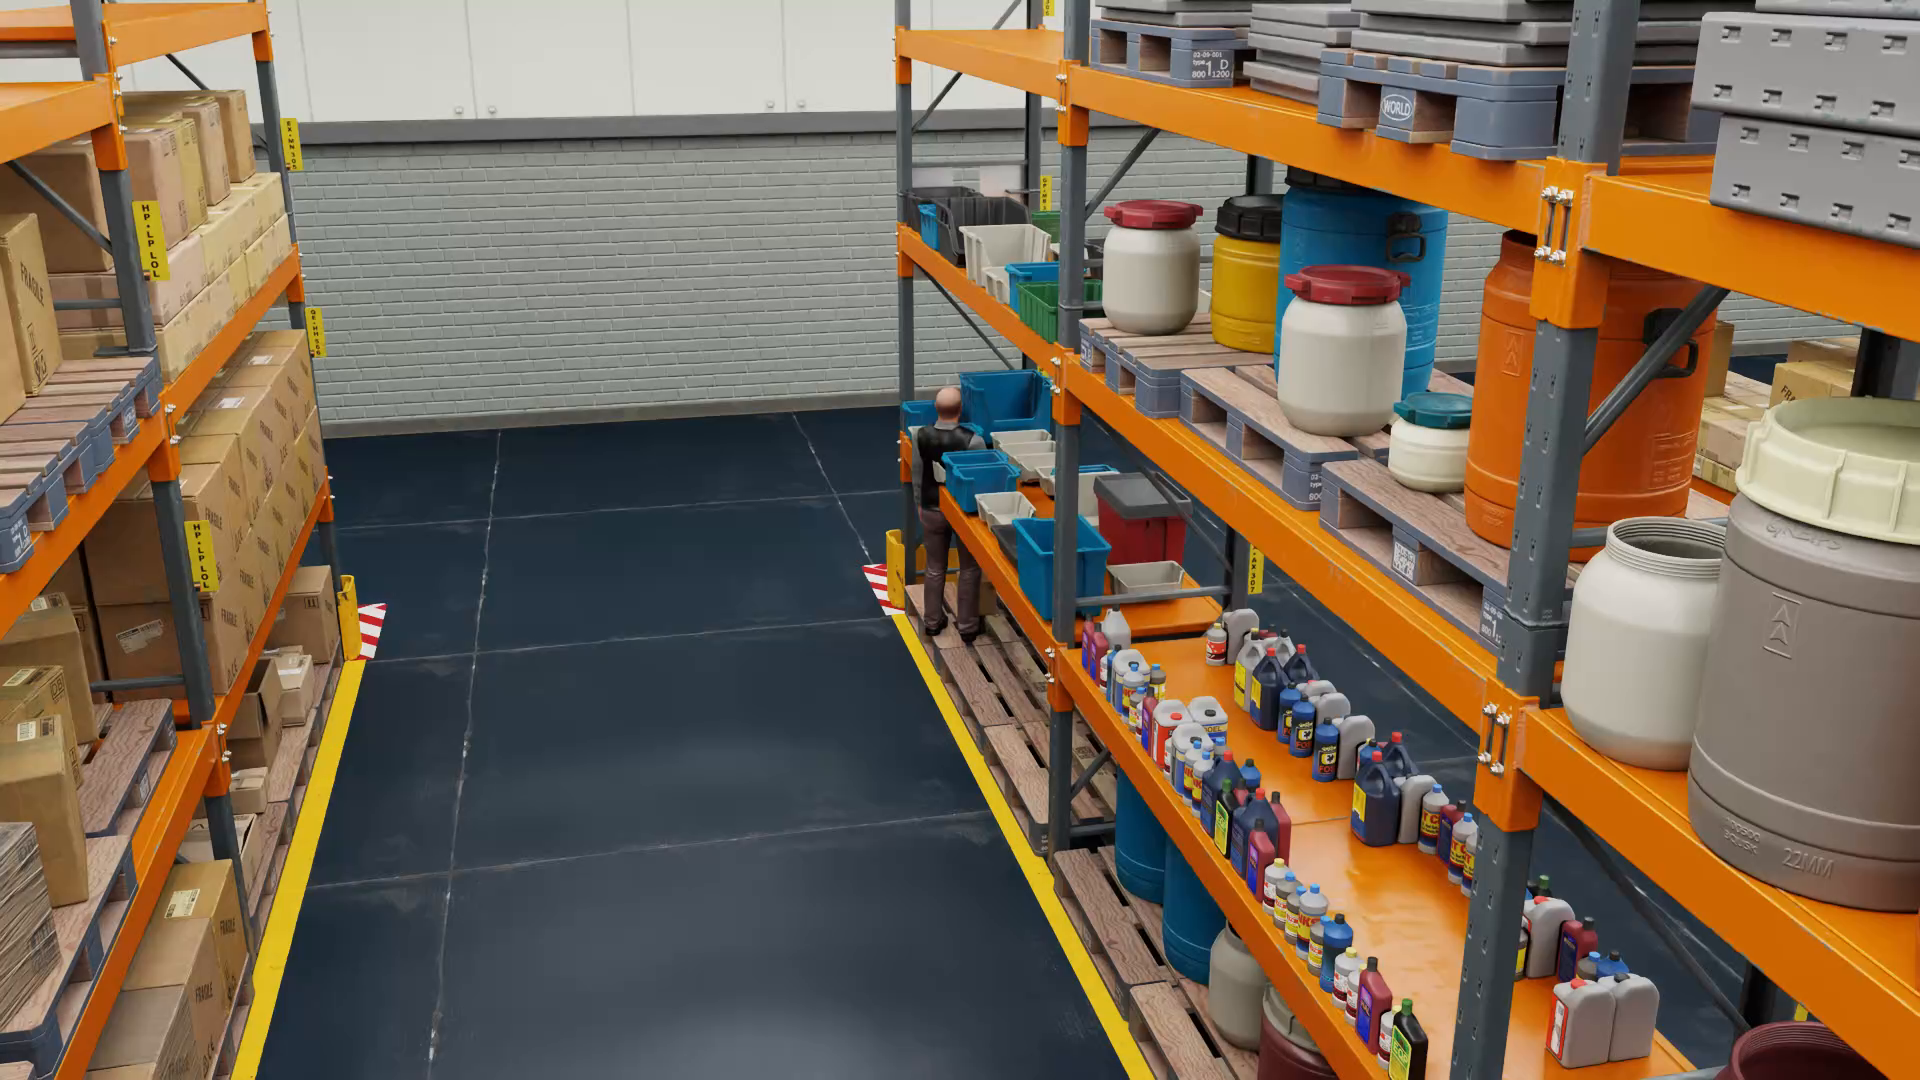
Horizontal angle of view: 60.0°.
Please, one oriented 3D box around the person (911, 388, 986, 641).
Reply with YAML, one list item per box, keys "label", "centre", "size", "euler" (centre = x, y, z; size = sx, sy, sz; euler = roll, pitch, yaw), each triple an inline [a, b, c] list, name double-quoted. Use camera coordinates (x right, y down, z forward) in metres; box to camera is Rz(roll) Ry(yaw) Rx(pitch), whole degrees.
- label: "person"
  centre: [-0.065, -0.132, 11.101]
  size: [0.534, 1.608, 0.358]
  euler: [7, 20, 19]
